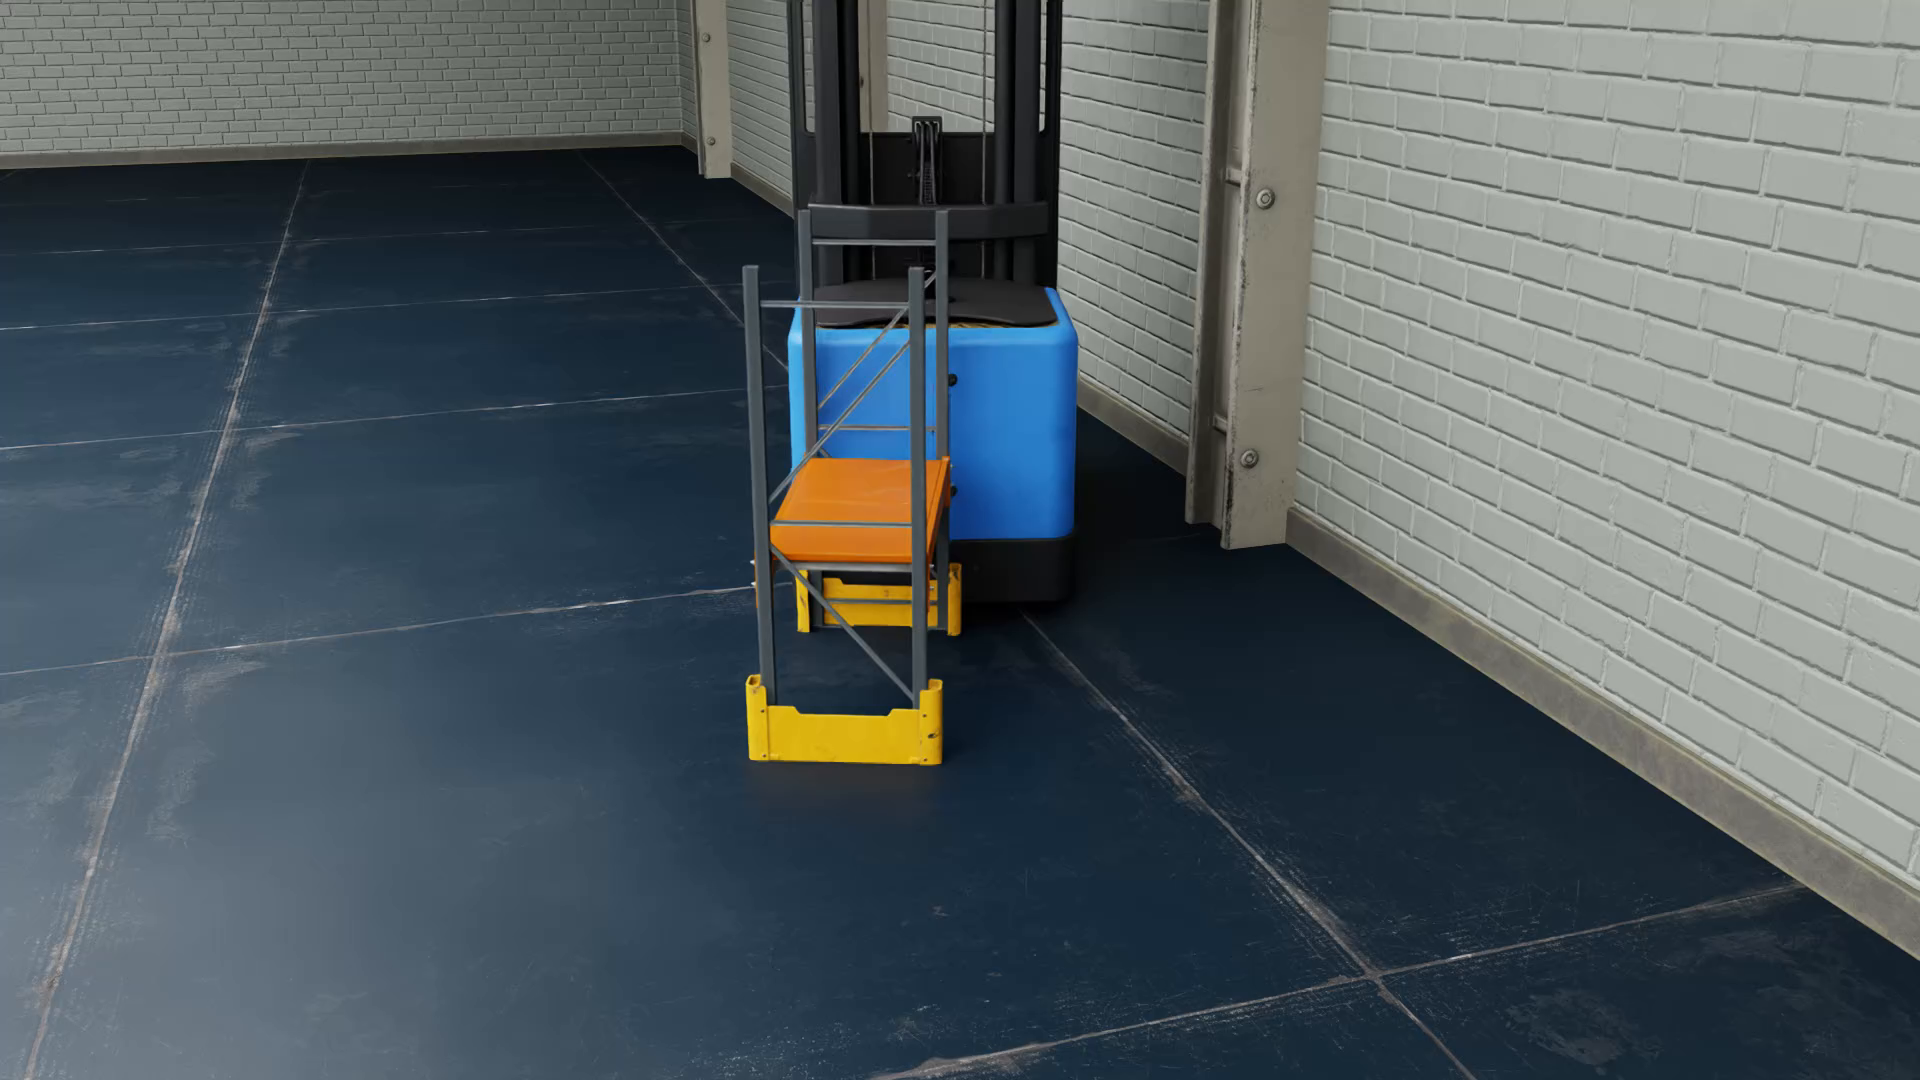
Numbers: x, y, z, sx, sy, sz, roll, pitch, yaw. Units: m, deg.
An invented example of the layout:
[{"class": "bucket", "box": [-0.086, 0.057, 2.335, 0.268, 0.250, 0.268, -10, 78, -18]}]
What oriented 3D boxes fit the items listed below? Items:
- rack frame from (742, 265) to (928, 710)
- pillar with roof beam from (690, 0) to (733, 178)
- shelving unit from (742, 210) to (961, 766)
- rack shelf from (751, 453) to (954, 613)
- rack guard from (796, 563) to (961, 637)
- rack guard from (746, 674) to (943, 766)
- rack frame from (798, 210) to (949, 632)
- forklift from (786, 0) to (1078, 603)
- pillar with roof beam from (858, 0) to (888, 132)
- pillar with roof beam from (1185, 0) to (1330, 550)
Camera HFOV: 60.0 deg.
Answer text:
[{"class": "rack frame", "box": [-0.347, -0.043, 4.817, 0.500, 1.500, 0.032, 1, 20, 3]}, {"class": "pillar with roof beam", "box": [-6.686, -7.669, 14.955, 9.100, 9.000, 0.400, -6, 21, -17]}, {"class": "shelving unit", "box": [-0.318, -0.211, 5.286, 0.587, 1.500, 1.083, 1, 20, 3]}, {"class": "rack shelf", "box": [-0.318, -0.045, 5.355, 0.538, 0.185, 1.000, 1, 20, 3]}, {"class": "rack guard", "box": [-0.289, 0.209, 5.965, 0.587, 0.250, 0.087, 1, 20, 3]}, {"class": "rack guard", "box": [-0.347, 0.545, 5.029, 0.587, 0.250, 0.087, 1, 20, 3]}, {"class": "rack frame", "box": [-0.288, -0.386, 5.772, 0.500, 1.500, 0.032, 1, 20, 3]}, {"class": "forklift", "box": [-0.150, -1.593, 7.016, 1.130, 2.935, 3.031, -1, 20, -2]}, {"class": "pillar with roof beam", "box": [-4.800, -5.743, 9.594, 9.100, 9.000, 0.400, -6, 21, -17]}, {"class": "pillar with roof beam", "box": [-2.914, -3.818, 4.234, 9.100, 9.000, 0.400, -6, 21, -17]}]
